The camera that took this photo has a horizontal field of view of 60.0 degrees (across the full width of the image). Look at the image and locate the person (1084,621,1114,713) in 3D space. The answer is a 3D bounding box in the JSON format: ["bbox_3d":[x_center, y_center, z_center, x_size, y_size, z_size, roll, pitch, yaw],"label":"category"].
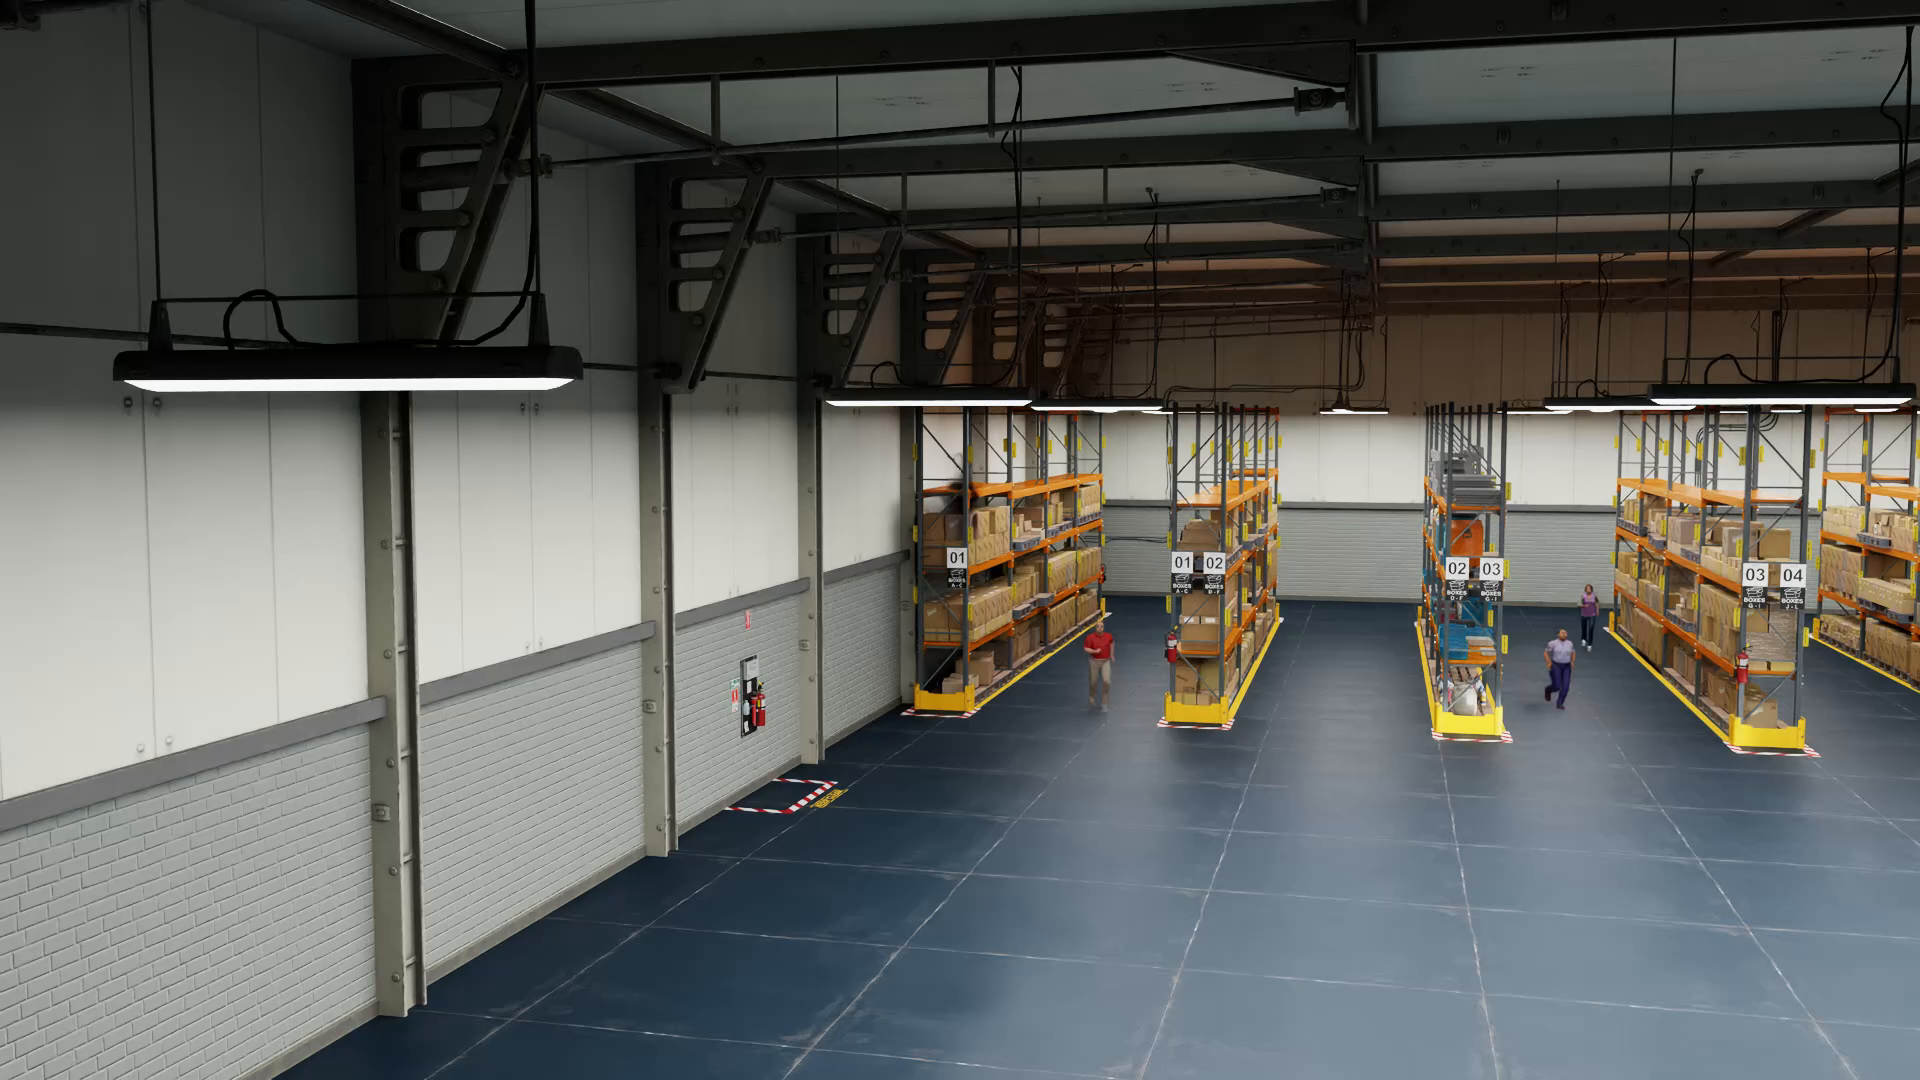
[{"bbox_3d":[2.725,2.470,32.503,0.650,1.793,0.869,0,4,-6],"label":"person"}]

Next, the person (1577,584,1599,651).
[{"bbox_3d":[15.436,1.881,40.876,0.537,1.609,0.861,1,4,15],"label":"person"}]

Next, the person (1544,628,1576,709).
[{"bbox_3d":[11.800,2.524,32.674,0.610,1.585,0.576,0,4,-1],"label":"person"}]
